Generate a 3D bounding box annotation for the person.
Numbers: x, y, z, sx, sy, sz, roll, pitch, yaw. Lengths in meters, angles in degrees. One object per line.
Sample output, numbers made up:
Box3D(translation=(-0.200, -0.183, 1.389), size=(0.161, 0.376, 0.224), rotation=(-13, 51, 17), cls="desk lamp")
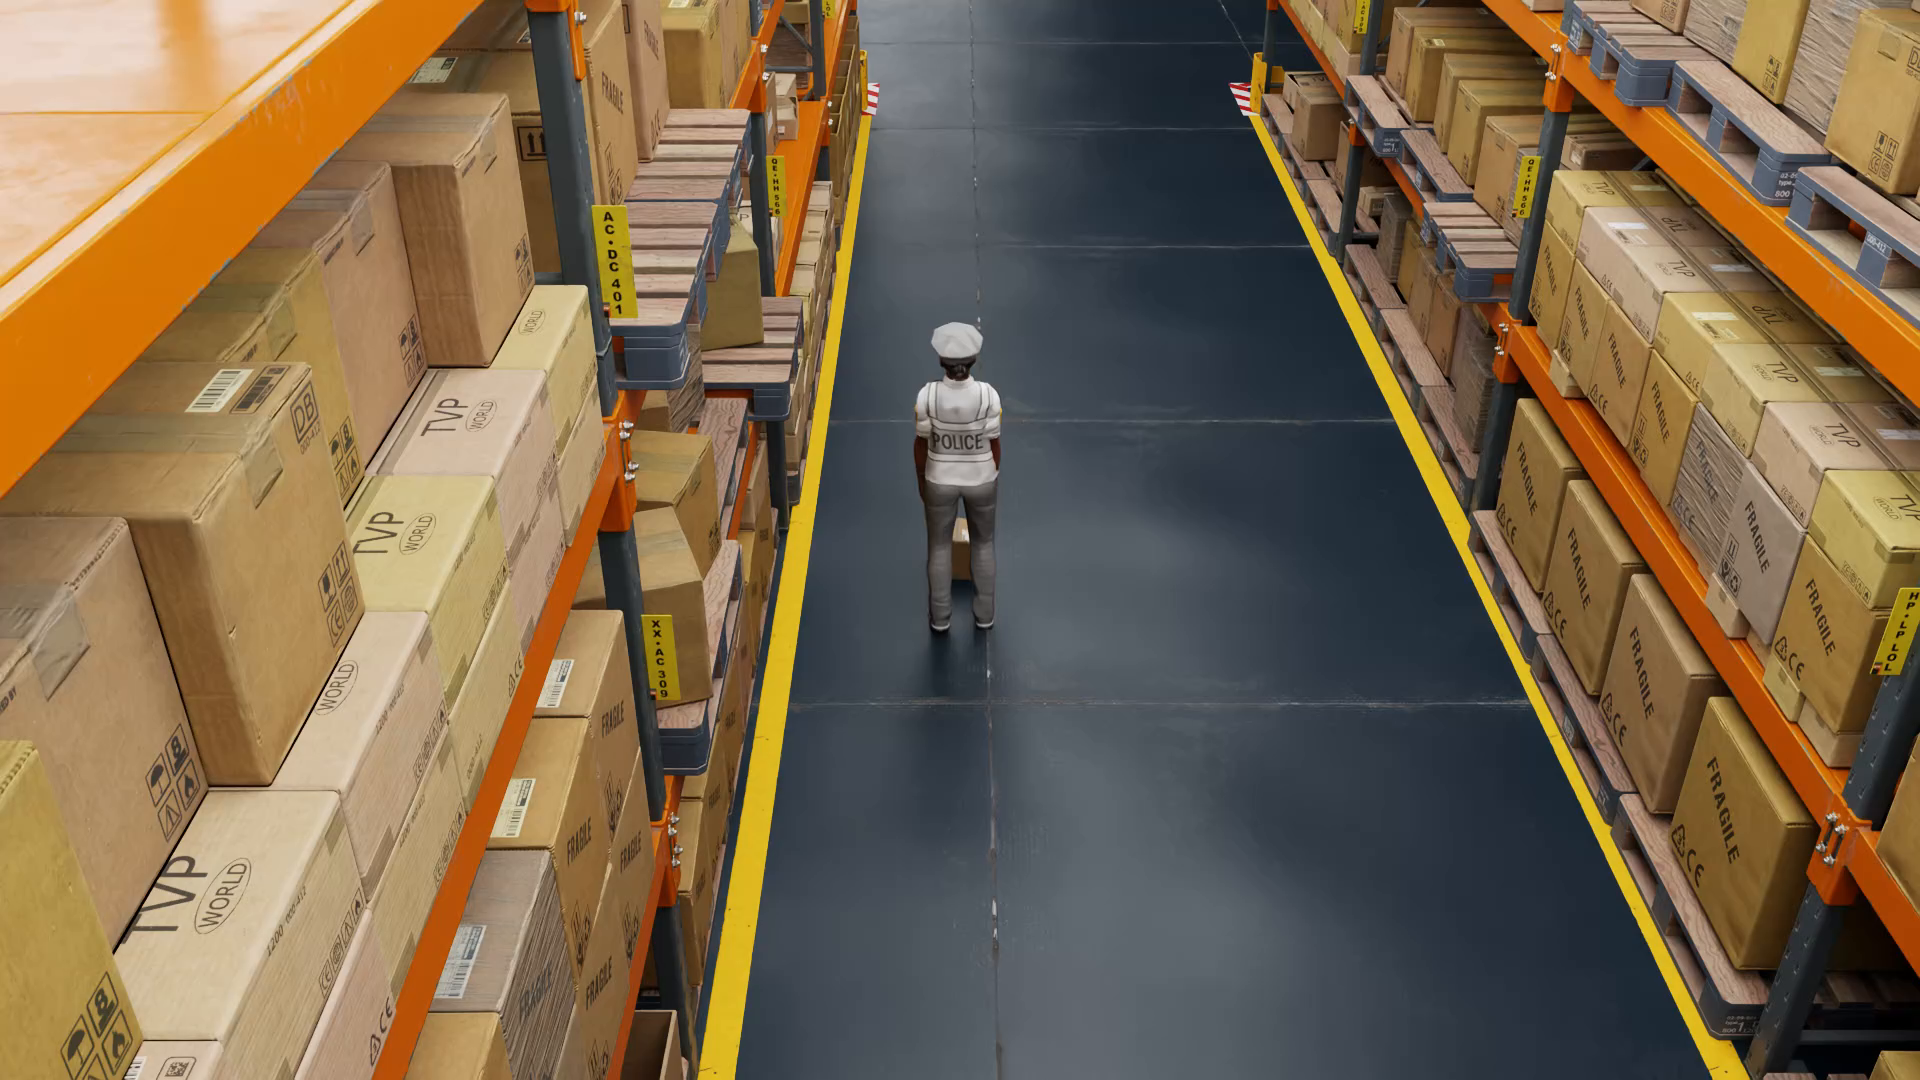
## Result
Box3D(translation=(-0.013, -0.303, 8.417), size=(0.436, 1.679, 0.341), rotation=(0, 32, 0), cls="person")
